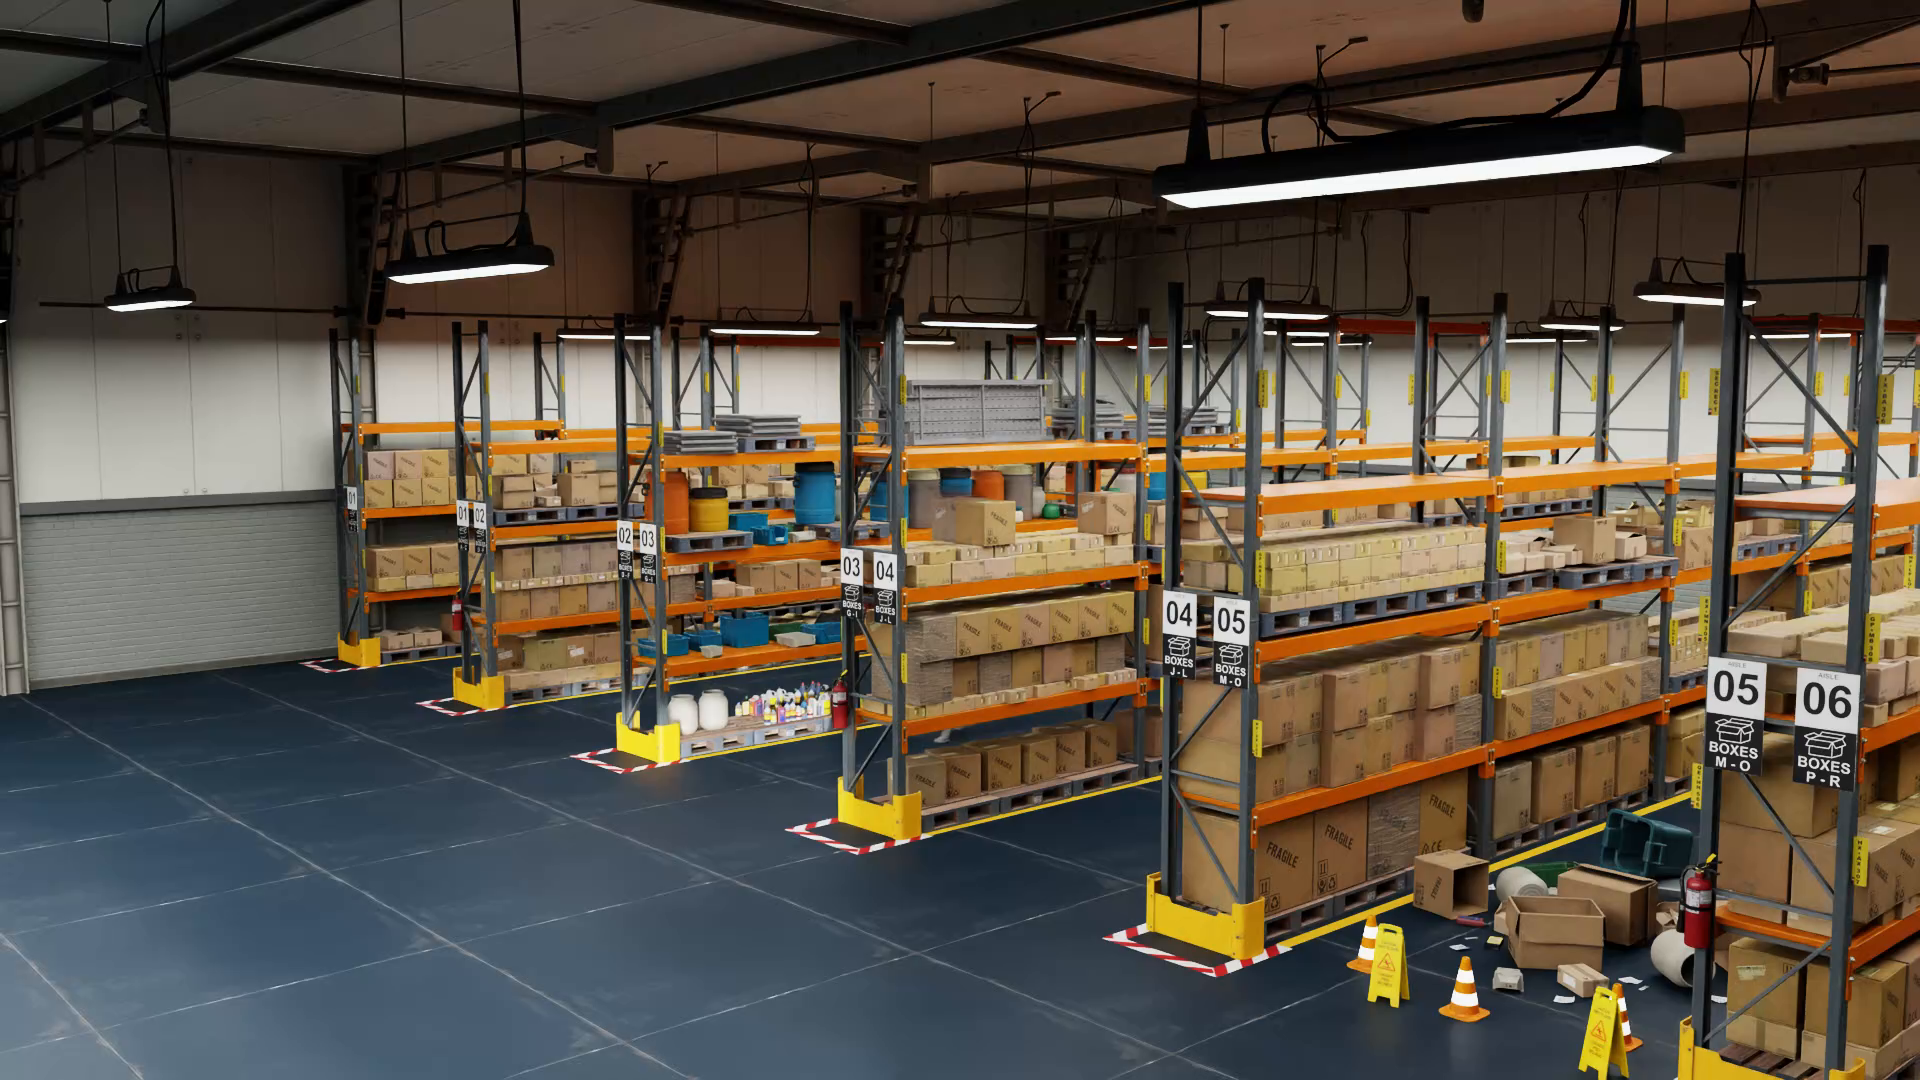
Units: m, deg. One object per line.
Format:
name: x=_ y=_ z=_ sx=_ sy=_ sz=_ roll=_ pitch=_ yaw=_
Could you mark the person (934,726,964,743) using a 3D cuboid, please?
person: x=-0.117 y=1.991 z=23.603 sx=0.428 sy=1.646 sz=0.984 roll=4 pitch=7 yaw=38
